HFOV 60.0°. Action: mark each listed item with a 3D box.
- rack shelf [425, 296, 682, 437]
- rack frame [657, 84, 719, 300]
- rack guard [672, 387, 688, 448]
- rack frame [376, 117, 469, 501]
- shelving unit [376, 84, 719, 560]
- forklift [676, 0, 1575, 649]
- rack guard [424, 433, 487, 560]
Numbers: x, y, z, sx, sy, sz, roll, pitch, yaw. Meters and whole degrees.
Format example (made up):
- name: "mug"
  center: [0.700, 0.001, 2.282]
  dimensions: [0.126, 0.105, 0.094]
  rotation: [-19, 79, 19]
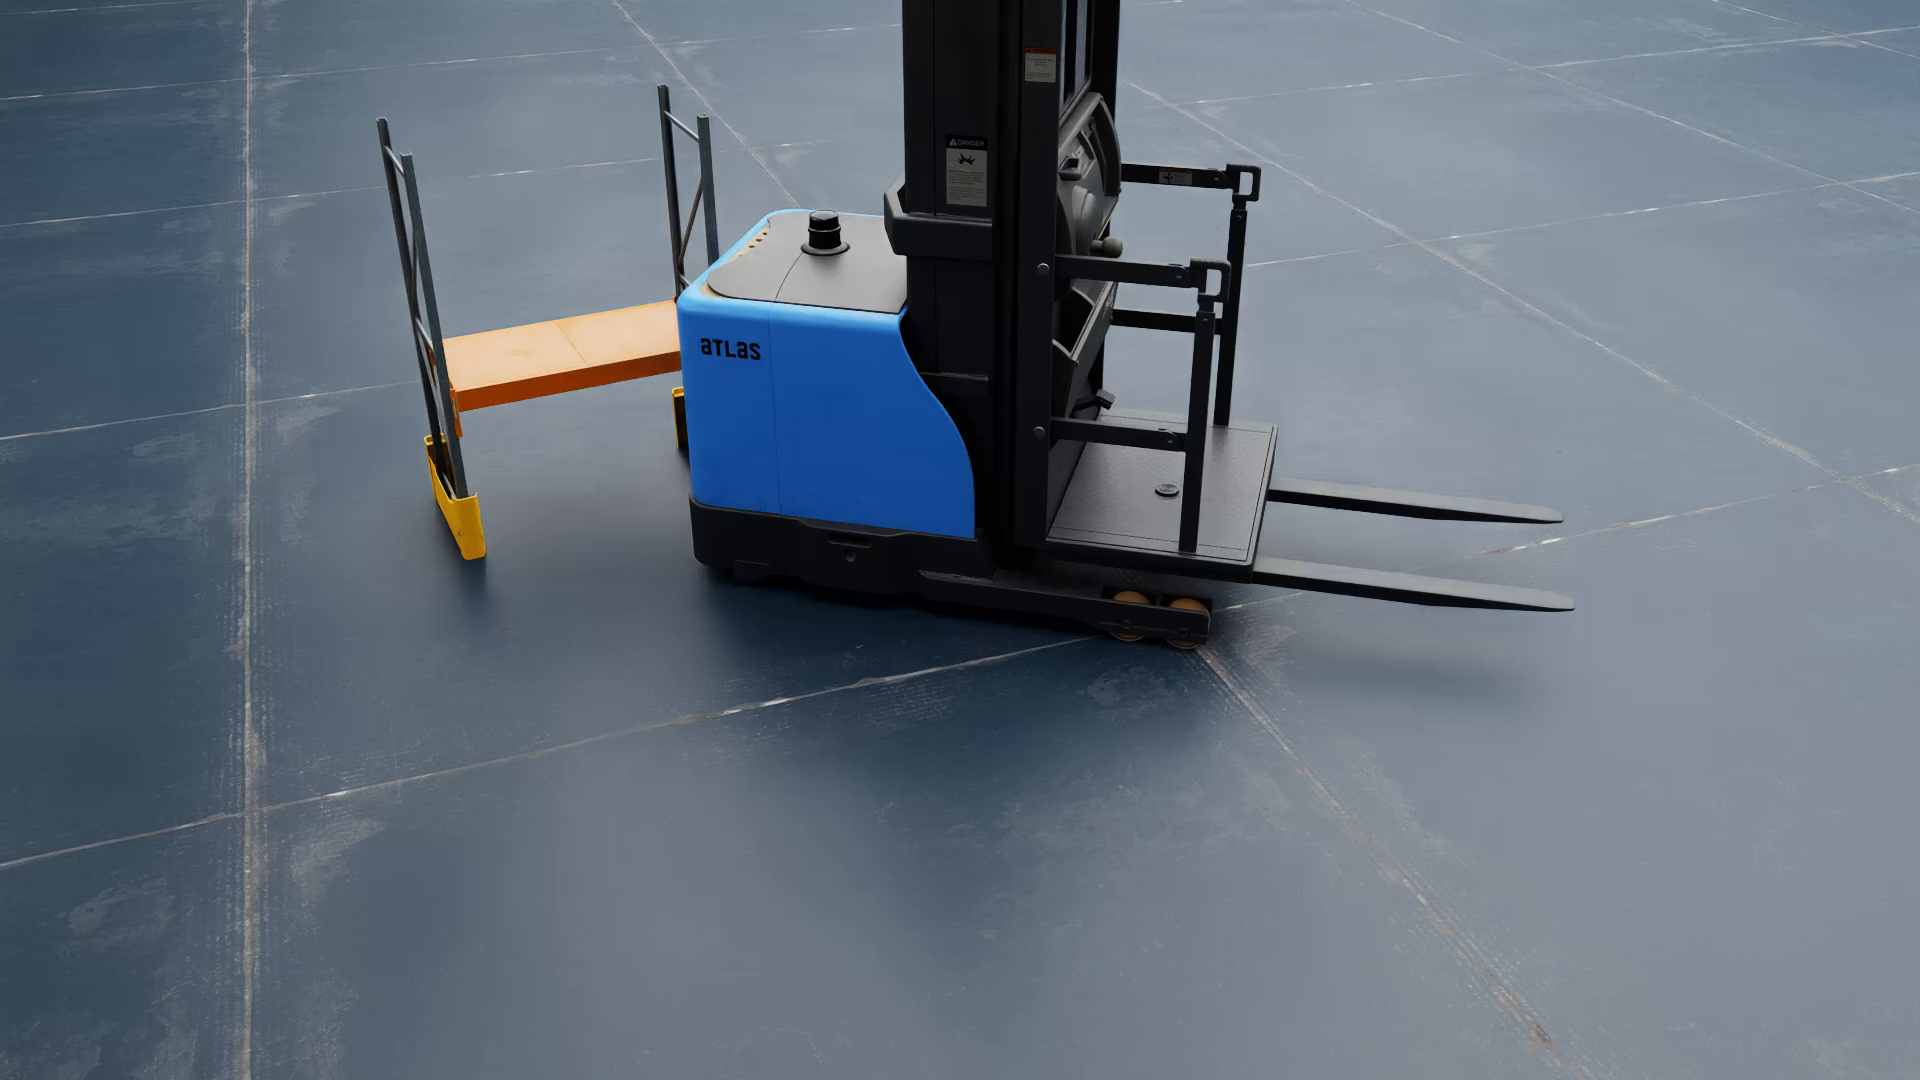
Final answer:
- name: "rack shelf"
  center: [-1.459, -0.669, 6.273]
  dimensions: [1.000, 0.185, 0.538]
  rotation: [-14, 32, -23]
- name: "rack frame"
  center: [-1.004, -0.938, 6.381]
  dimensions: [0.032, 1.500, 0.500]
  rotation: [-14, 32, -23]
- name: "rack guard"
  center: [-1.022, -0.391, 6.683]
  dimensions: [0.087, 0.250, 0.587]
  rotation: [-14, 32, -23]
- name: "rack frame"
  center: [-1.914, -0.713, 5.987]
  dimensions: [0.032, 1.500, 0.500]
  rotation: [-14, 32, -23]
- name: "shelving unit"
  center: [-1.467, -0.824, 6.180]
  dimensions: [1.083, 1.500, 0.587]
  rotation: [-14, 32, -23]
- name: "forklift"
  center: [0.611, -1.197, 5.391]
  dimensions: [3.031, 2.935, 1.130]
  rotation: [7, 30, 12]
- name: "rack guard"
  center: [-1.913, -0.170, 6.297]
  dimensions: [0.087, 0.250, 0.587]
  rotation: [-14, 32, -23]
